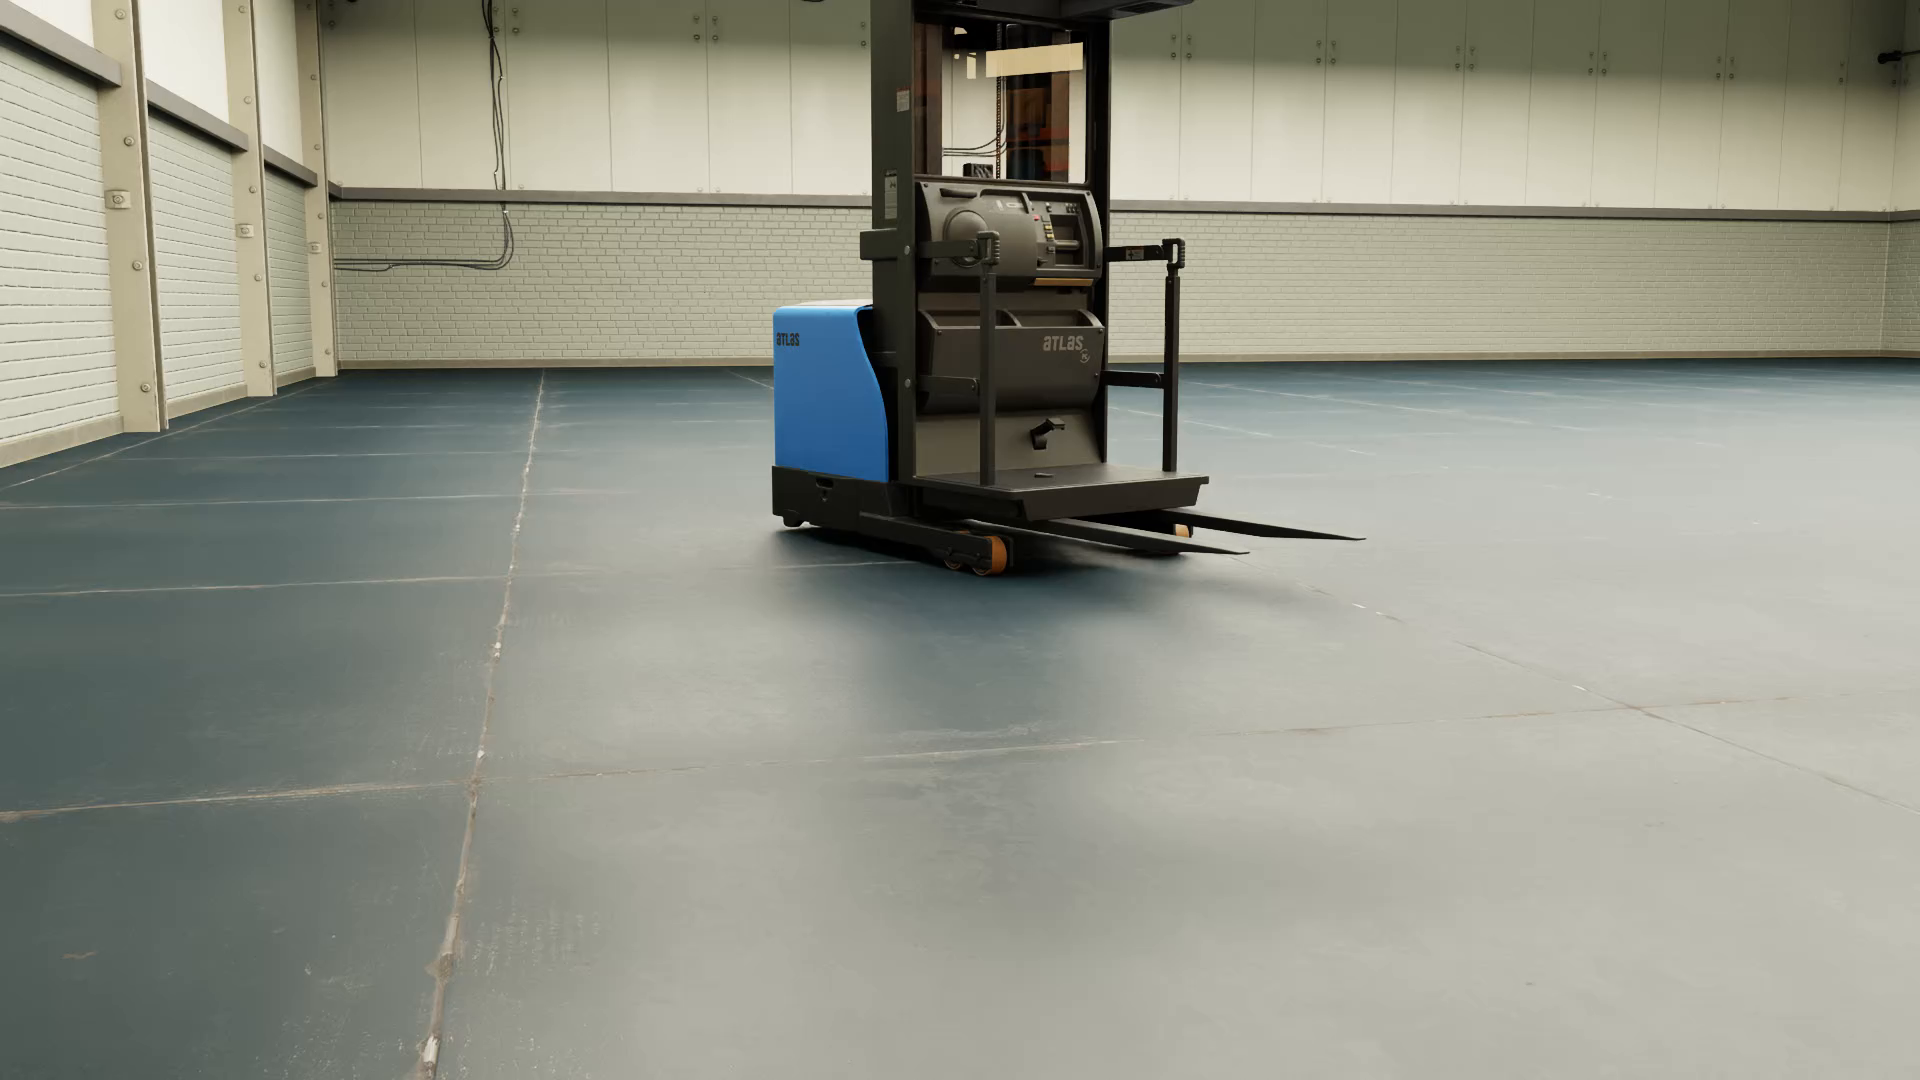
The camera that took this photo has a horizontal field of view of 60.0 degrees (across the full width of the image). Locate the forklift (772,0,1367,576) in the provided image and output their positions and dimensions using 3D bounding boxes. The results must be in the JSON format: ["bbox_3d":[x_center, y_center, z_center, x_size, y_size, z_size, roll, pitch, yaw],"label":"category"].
[{"bbox_3d":[0.355,-1.383,7.015,1.130,2.935,3.031,-6,10,-35],"label":"forklift"}]
